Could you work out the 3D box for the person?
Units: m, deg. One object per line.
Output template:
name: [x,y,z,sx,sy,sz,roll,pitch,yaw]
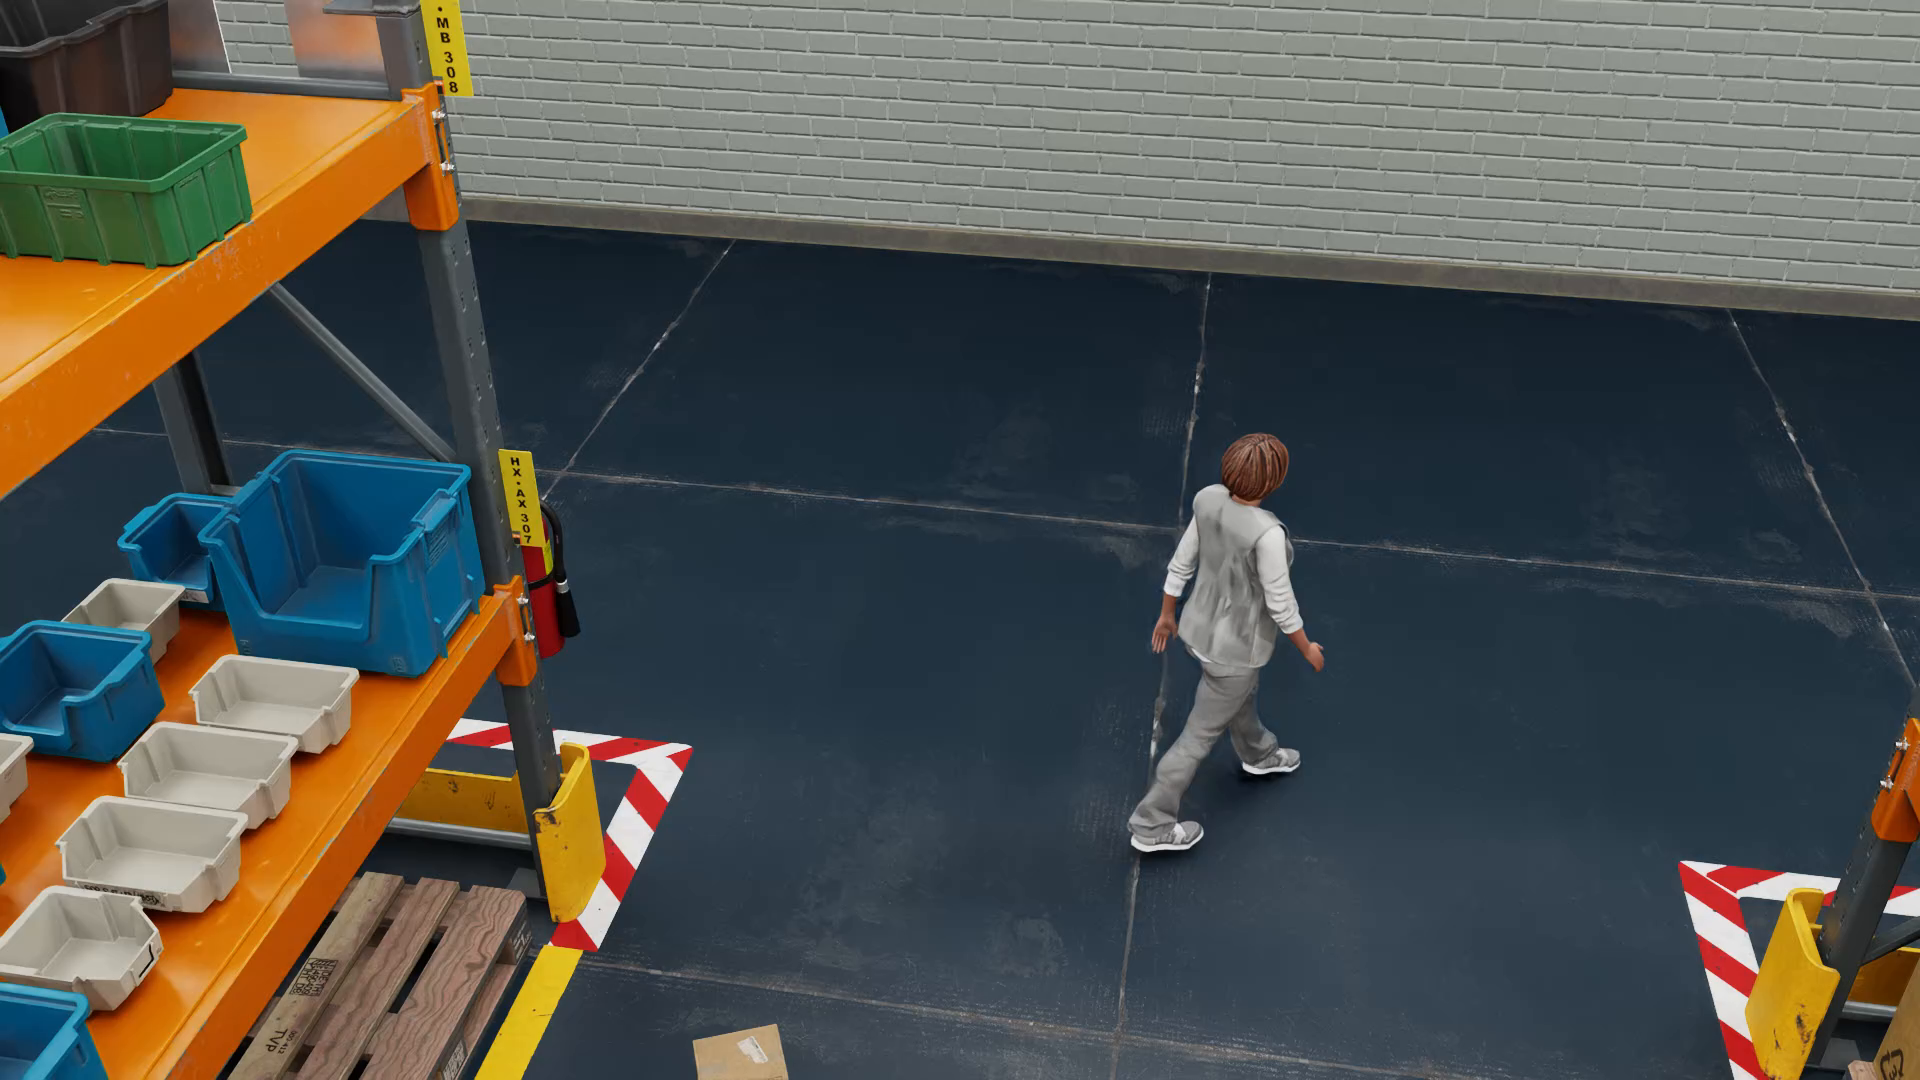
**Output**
person: [0.953,0.330,5.628,0.862,1.577,0.462,-16,36,-23]
